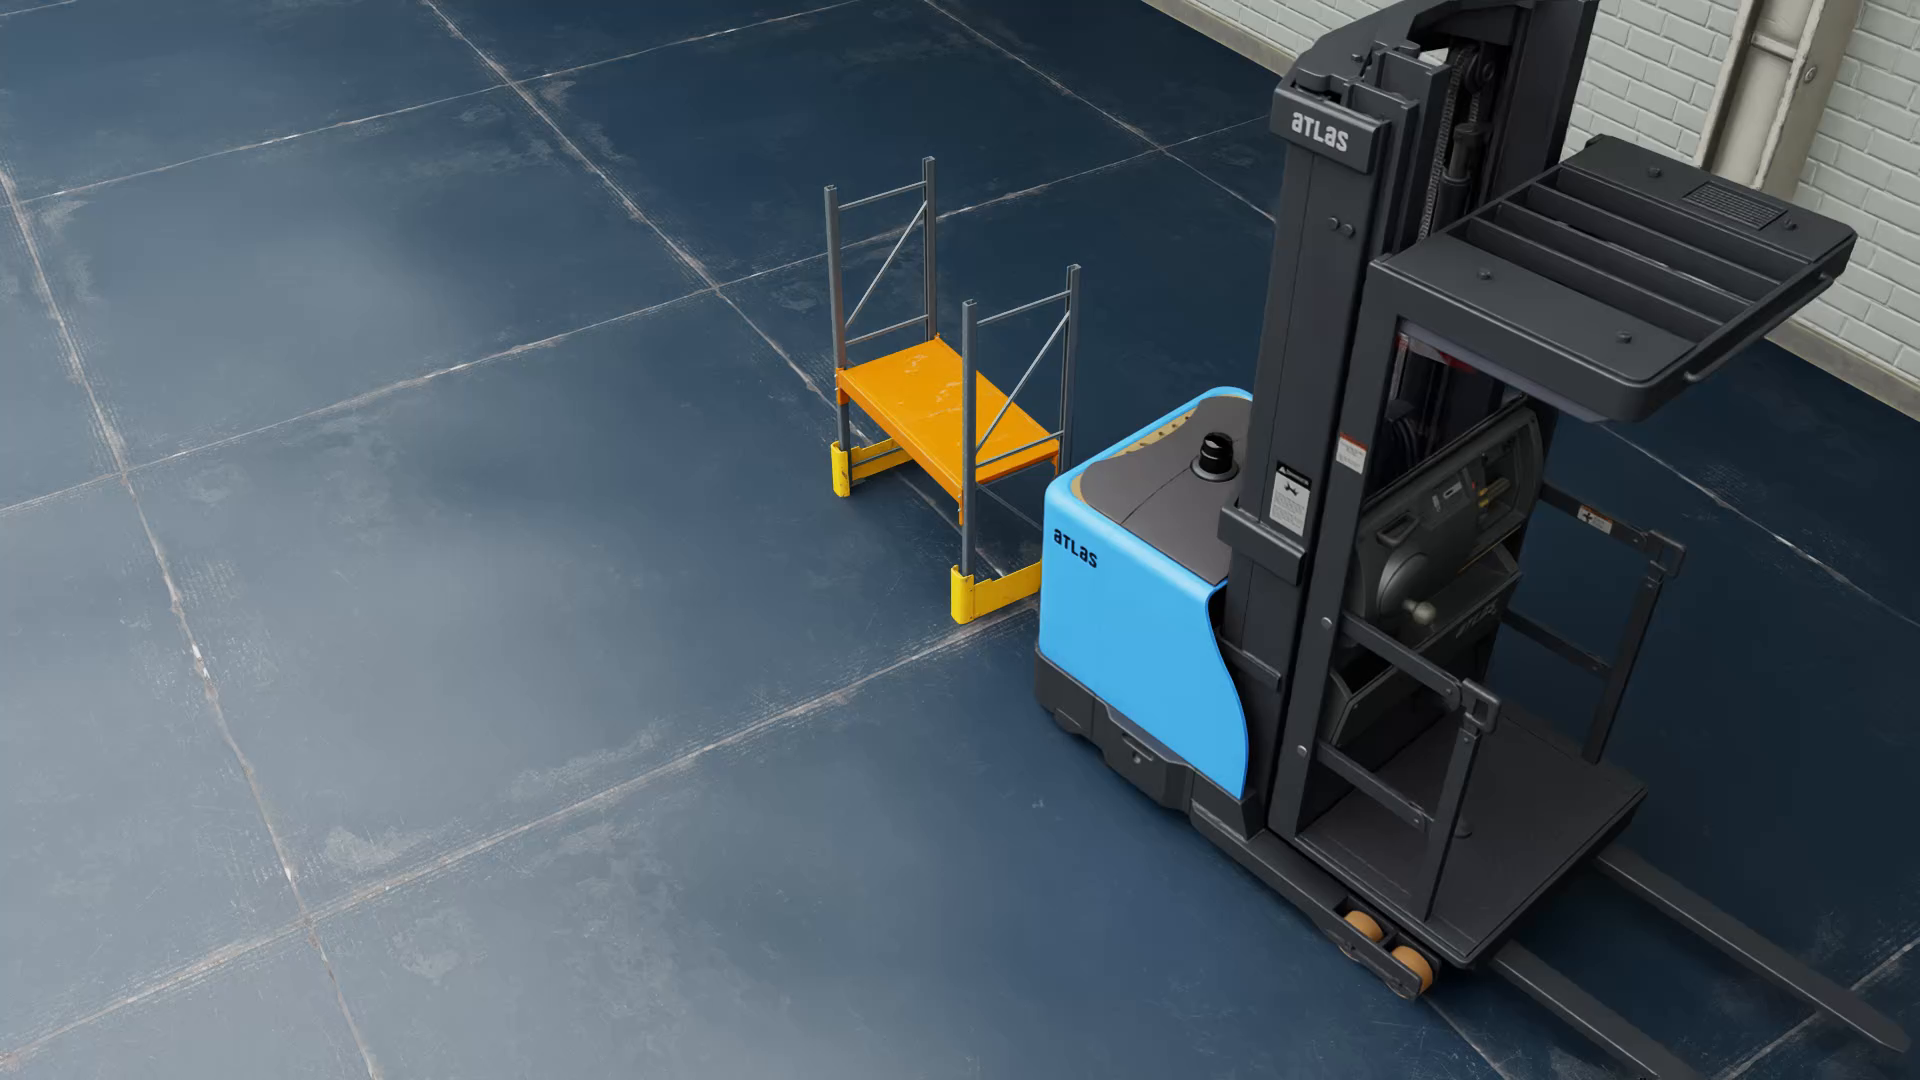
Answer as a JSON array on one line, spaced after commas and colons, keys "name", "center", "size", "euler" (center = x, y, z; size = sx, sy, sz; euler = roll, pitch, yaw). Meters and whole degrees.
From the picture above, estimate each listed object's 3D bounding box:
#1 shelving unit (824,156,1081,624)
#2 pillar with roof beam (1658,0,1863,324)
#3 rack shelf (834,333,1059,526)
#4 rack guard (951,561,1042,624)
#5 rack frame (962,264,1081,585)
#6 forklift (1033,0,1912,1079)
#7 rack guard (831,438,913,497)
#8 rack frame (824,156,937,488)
[{"name": "shelving unit", "center": [-0.041, -0.617, 6.819], "size": [0.587, 1.500, 1.083], "euler": [-22, 45, -24]}, {"name": "pillar with roof beam", "center": [0.203, -3.141, 3.990], "size": [9.100, 9.000, 0.400], "euler": [-22, 45, -24]}, {"name": "rack shelf", "center": [-0.046, -0.484, 6.940], "size": [0.538, 0.185, 1.000], "euler": [-22, 45, -24]}, {"name": "rack guard", "center": [0.227, 0.132, 6.897], "size": [0.587, 0.250, 0.087], "euler": [-22, 45, -24]}, {"name": "rack frame", "center": [0.227, -0.348, 6.496], "size": [0.500, 1.500, 0.032], "euler": [-22, 45, -24]}, {"name": "forklift", "center": [1.642, -0.001, 4.961], "size": [1.130, 2.935, 3.031], "euler": [-30, 48, -31]}, {"name": "rack guard", "center": [-0.309, -0.406, 7.542], "size": [0.587, 0.250, 0.087], "euler": [-22, 45, -24]}, {"name": "rack frame", "center": [-0.319, -0.897, 7.154], "size": [0.500, 1.500, 0.032], "euler": [-22, 45, -24]}]
